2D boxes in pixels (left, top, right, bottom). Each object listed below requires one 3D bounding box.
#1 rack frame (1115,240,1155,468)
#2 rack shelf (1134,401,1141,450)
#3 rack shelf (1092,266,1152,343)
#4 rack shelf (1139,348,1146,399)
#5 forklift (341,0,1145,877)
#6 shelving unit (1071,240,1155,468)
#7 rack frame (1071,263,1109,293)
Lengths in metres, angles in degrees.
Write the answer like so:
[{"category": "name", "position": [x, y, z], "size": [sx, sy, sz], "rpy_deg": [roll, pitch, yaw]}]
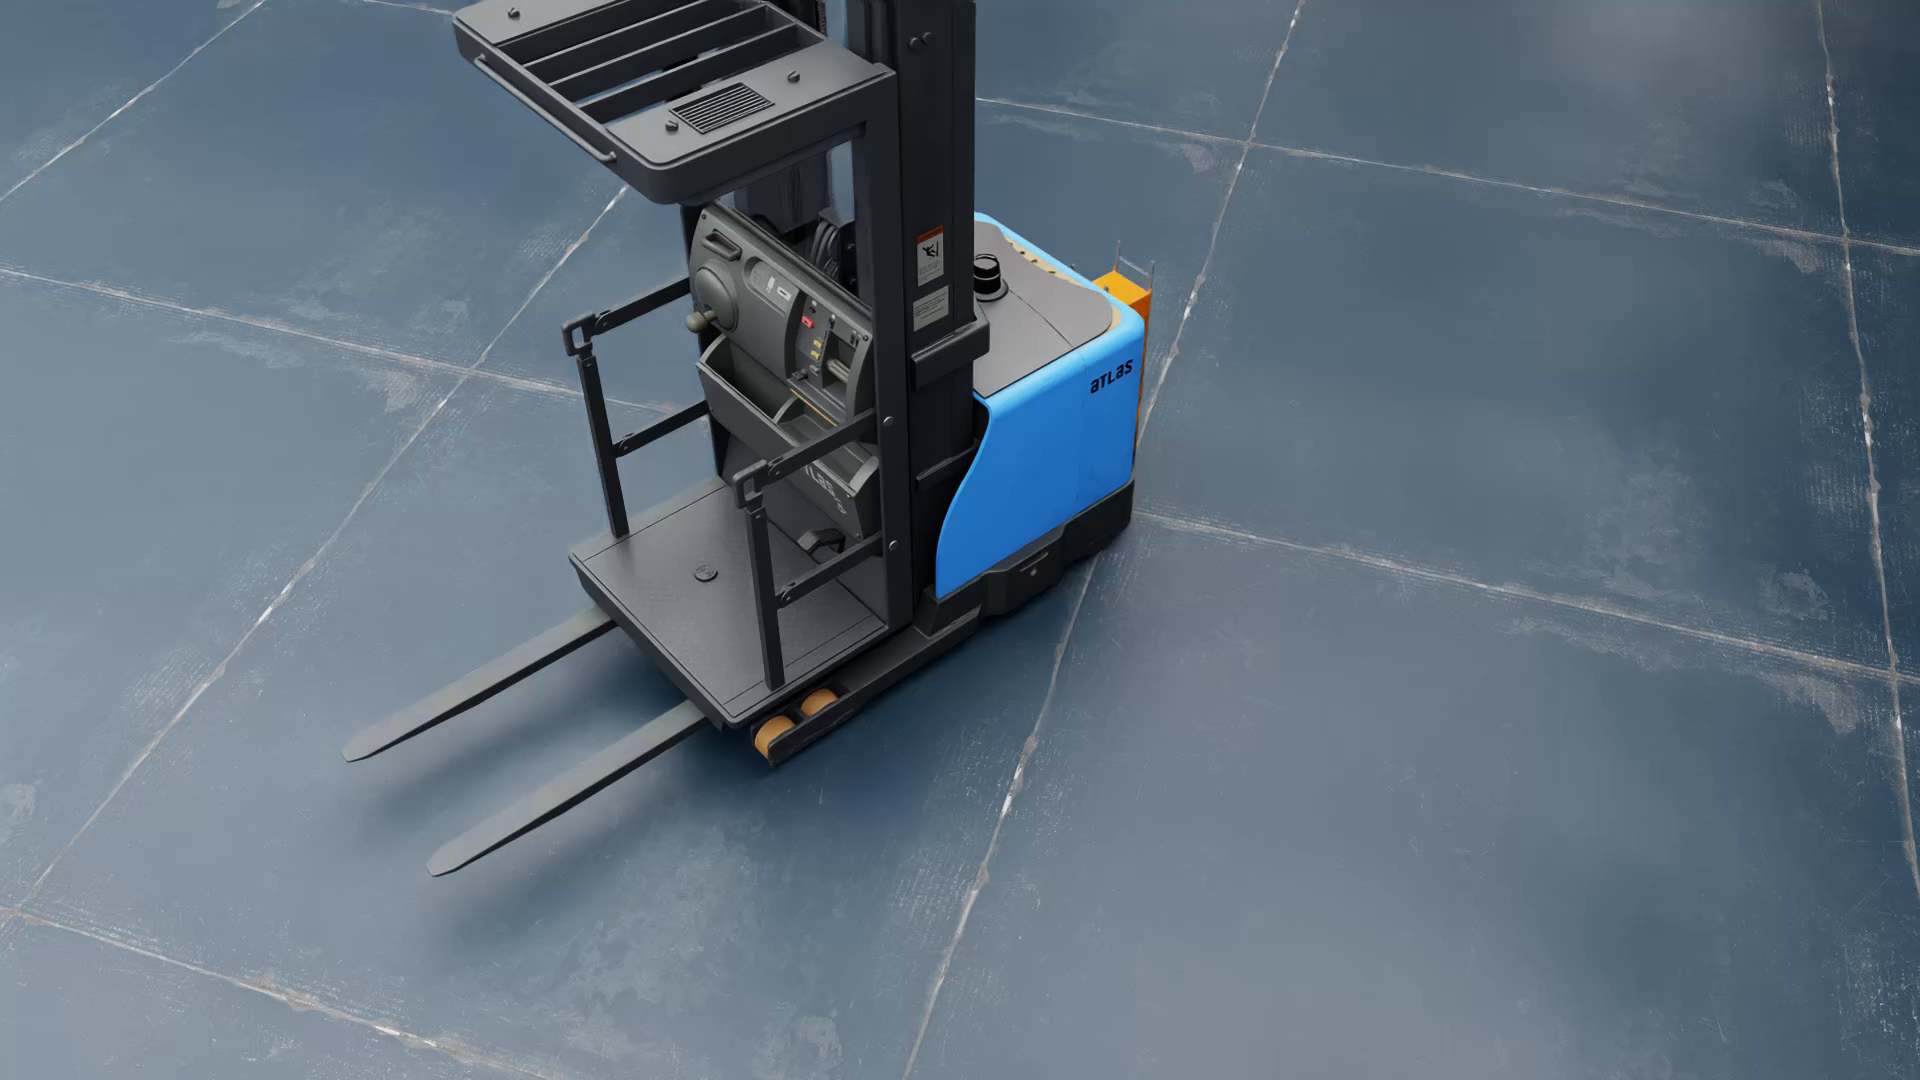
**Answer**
[{"category": "rack frame", "position": [0.674, -0.734, 6.750], "size": [0.008, 1.050, 0.200], "rpy_deg": [-31, 52, -28]}, {"category": "rack shelf", "position": [0.581, -0.472, 6.895], "size": [0.240, 0.259, 0.215], "rpy_deg": [-31, 52, -28]}, {"category": "rack shelf", "position": [0.581, -0.874, 6.502], "size": [0.240, 0.259, 0.215], "rpy_deg": [-31, 52, -28]}, {"category": "rack shelf", "position": [0.581, -0.671, 6.700], "size": [0.240, 0.259, 0.215], "rpy_deg": [-31, 52, -28]}, {"category": "forklift", "position": [-0.756, -0.674, 5.344], "size": [3.031, 2.935, 1.130], "rpy_deg": [-31, 52, -28]}, {"category": "shelving unit", "position": [0.581, -0.679, 6.693], "size": [0.252, 1.050, 0.215], "rpy_deg": [-31, 52, -28]}, {"category": "rack frame", "position": [0.489, -0.623, 6.636], "size": [0.008, 1.050, 0.200], "rpy_deg": [-31, 52, -28]}]
